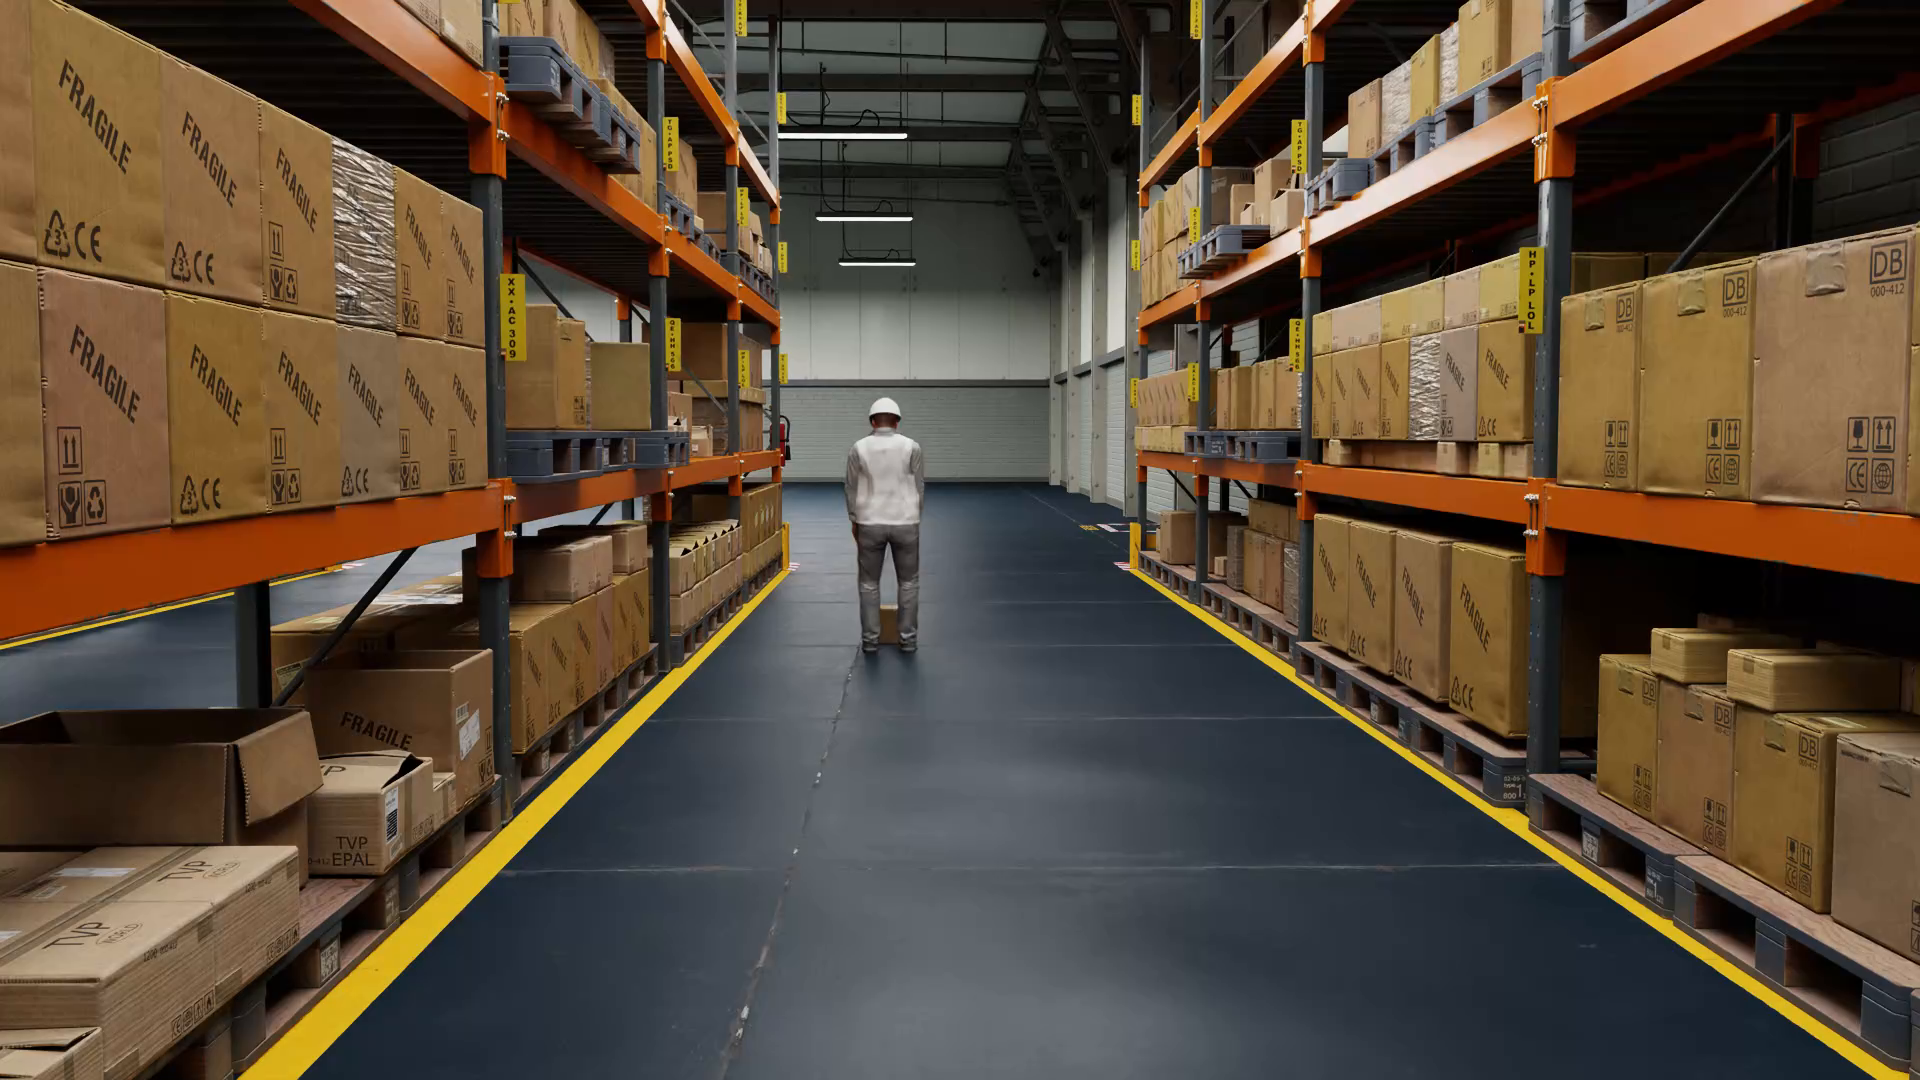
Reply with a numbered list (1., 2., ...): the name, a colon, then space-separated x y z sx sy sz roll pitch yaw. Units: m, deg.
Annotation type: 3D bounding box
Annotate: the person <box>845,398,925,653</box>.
1. person: -0.516 -0.103 11.411 0.549 1.743 0.427 0 4 0
